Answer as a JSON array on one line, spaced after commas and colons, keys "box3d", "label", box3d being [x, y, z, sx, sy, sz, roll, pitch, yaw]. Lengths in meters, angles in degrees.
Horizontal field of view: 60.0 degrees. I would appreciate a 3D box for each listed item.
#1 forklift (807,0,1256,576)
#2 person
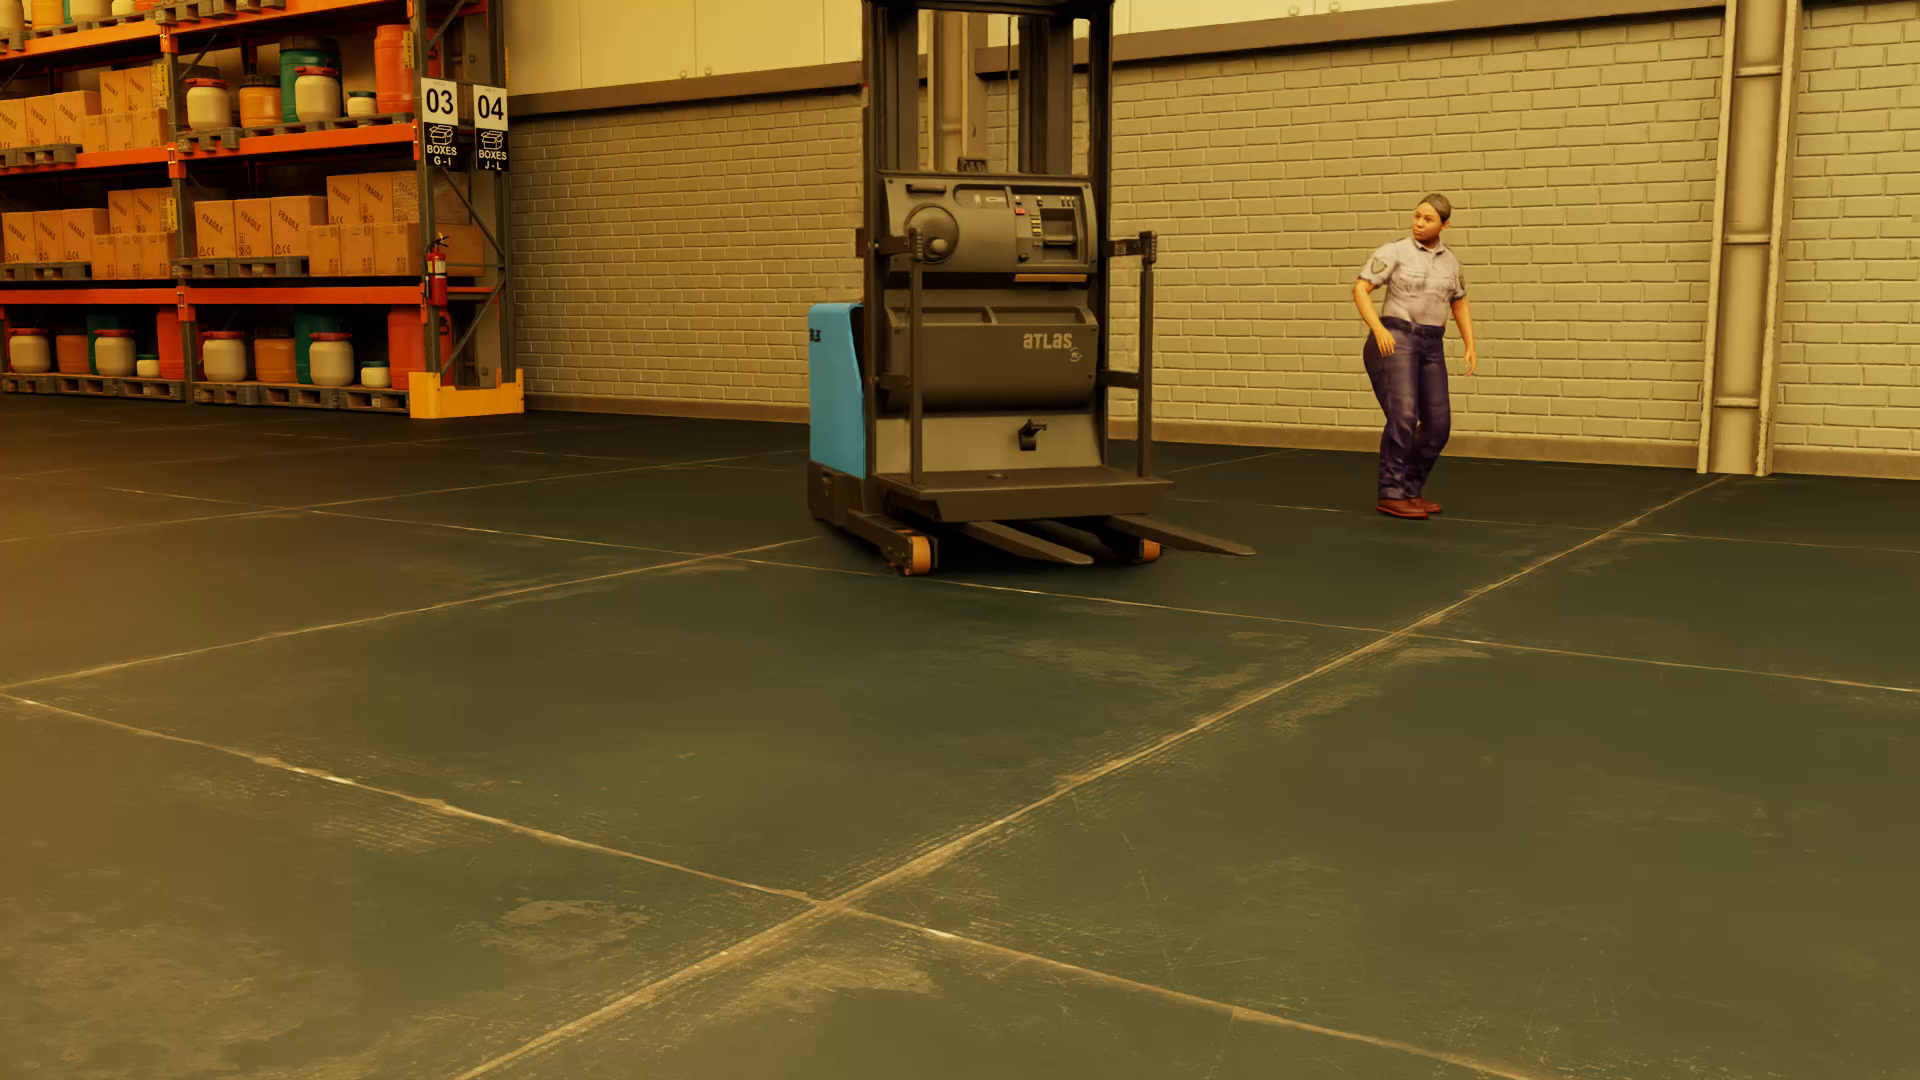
[{"box3d": [0.207, -1.370, 6.827, 1.130, 2.935, 3.031, -3, 9, -19], "label": "forklift"}, {"box3d": [2.368, -0.940, 8.488, 0.674, 1.625, 0.478, -4, 9, -28], "label": "person"}]
